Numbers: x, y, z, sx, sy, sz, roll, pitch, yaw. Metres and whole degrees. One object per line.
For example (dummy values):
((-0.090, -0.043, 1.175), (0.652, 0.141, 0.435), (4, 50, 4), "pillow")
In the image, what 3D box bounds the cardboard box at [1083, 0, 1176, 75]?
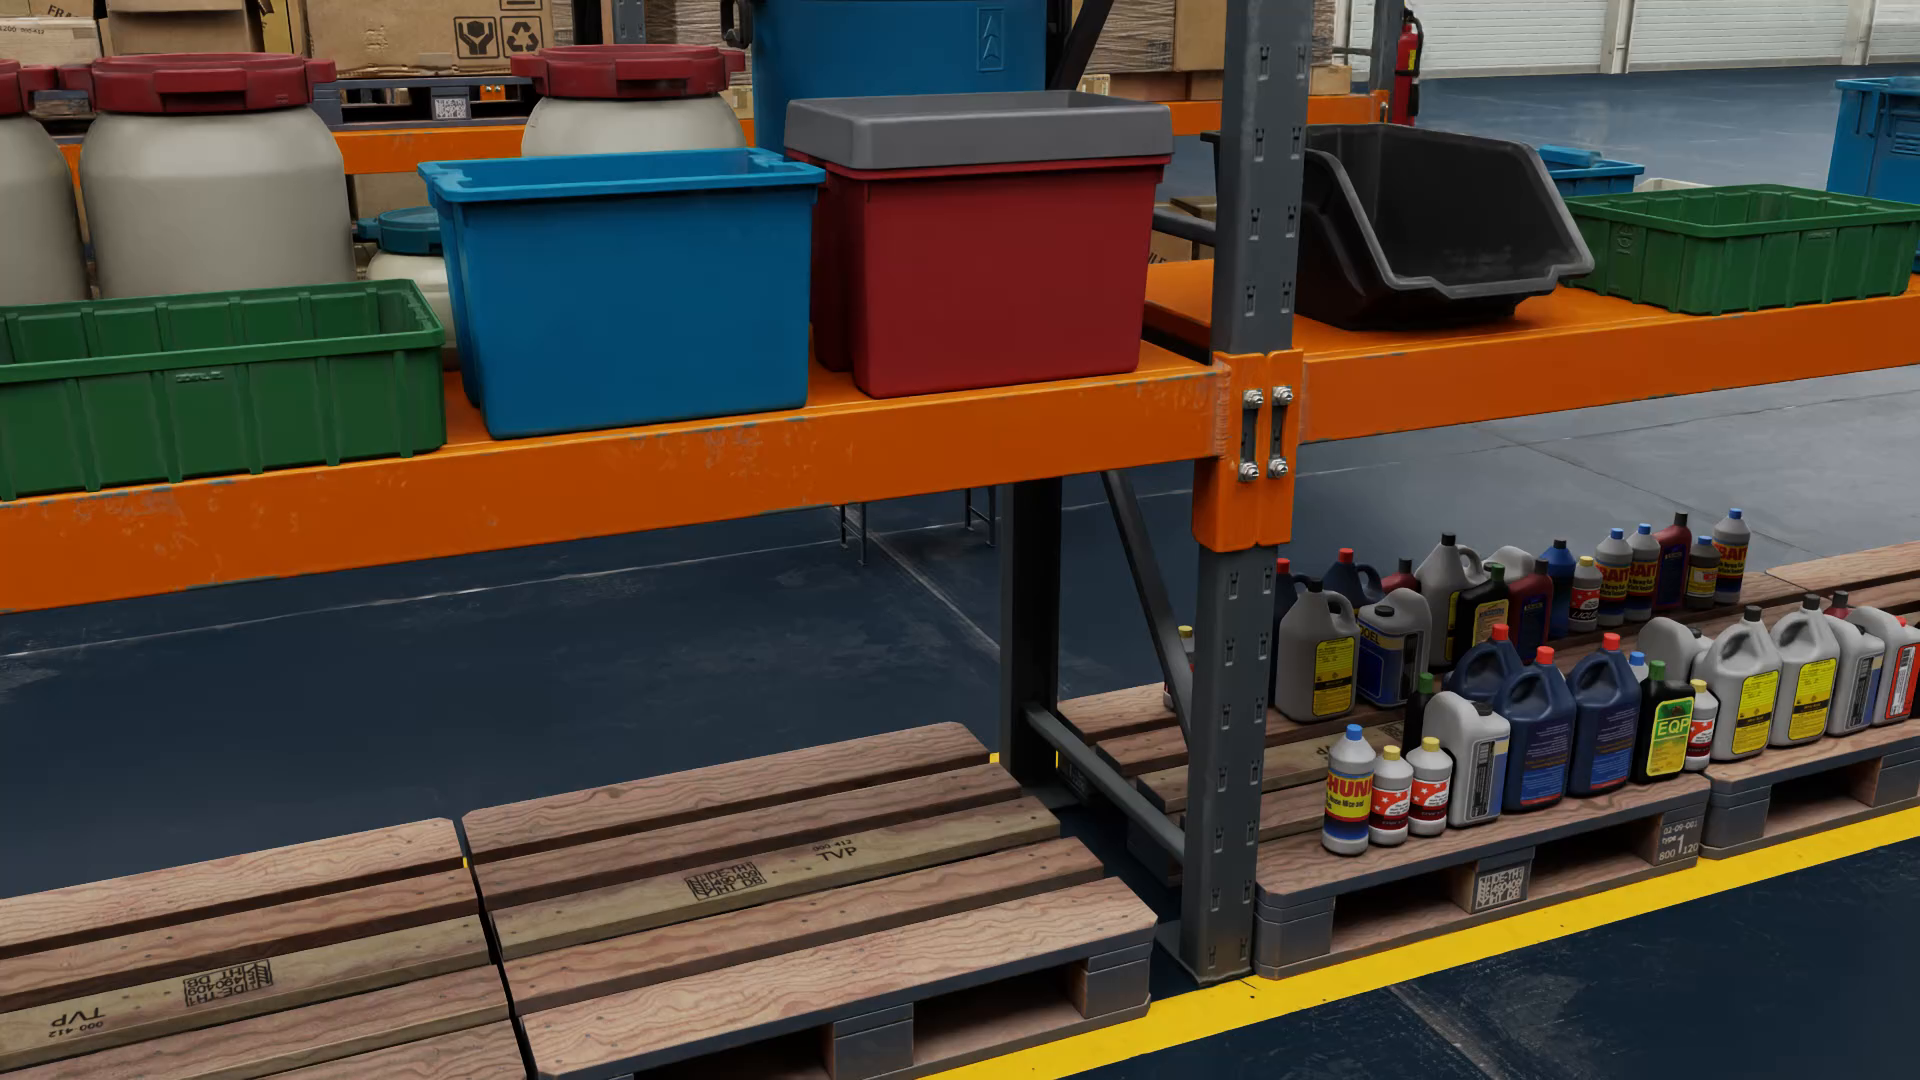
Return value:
((0.658, -2.661, 8.464), (0.500, 0.500, 0.875), (-8, 21, -22), "cardboard box")

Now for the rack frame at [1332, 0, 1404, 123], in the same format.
((2.061, -2.692, 9.152), (0.127, 3.000, 1.000), (-8, 21, -22), "rack frame")

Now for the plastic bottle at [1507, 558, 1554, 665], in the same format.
((1.494, 0.190, 4.393), (0.133, 0.283, 0.061), (-8, 21, -22), "plastic bottle")

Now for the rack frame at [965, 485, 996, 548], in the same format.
((0.072, -0.576, 5.852), (0.015, 1.200, 0.240), (-8, 21, -22), "rack frame")

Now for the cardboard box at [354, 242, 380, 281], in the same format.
((-2.629, -1.063, 7.627), (0.500, 0.500, 0.700), (-8, 21, -22), "cardboard box")

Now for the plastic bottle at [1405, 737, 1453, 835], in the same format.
((1.003, 0.522, 3.575), (0.097, 0.201, 0.097), (0, 19, 0), "plastic bottle")

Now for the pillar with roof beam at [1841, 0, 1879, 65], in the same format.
((18.912, -12.085, 26.795), (0.400, 9.000, 9.100), (-8, 21, -22), "pillar with roof beam")

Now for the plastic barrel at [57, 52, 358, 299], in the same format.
((-1.289, -0.564, 2.903), (0.433, 0.535, 0.433), (0, 19, 0), "plastic barrel")

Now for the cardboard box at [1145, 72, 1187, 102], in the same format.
((0.961, -2.344, 8.540), (0.250, 0.149, 0.380), (-8, 21, -22), "cardboard box")

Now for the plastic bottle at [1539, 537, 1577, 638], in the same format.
((1.642, 0.126, 4.593), (0.097, 0.271, 0.097), (0, 19, 0), "plastic bottle")

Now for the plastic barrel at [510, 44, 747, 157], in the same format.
((-0.615, -0.661, 3.177), (0.433, 0.535, 0.433), (0, 19, 0), "plastic barrel")

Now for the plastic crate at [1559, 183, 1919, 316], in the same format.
((1.709, -0.648, 3.665), (0.662, 0.188, 0.450), (-8, 21, -22), "plastic crate")

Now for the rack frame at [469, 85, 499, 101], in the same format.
((-3.483, -3.692, 11.991), (0.127, 3.000, 1.000), (-8, 21, -22), "rack frame")

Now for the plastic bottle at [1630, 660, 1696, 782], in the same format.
((1.597, 0.405, 3.784), (0.133, 0.283, 0.061), (-7, 21, -20), "plastic bottle")

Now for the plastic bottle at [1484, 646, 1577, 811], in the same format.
((1.256, 0.407, 3.677), (0.185, 0.351, 0.144), (-8, 21, -20), "plastic bottle")

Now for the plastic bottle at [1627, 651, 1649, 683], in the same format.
((1.550, 0.389, 3.848), (0.097, 0.271, 0.097), (0, 19, 0), "plastic bottle")

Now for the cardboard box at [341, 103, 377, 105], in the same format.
((-6.017, -4.077, 16.409), (0.625, 0.372, 0.950), (-8, 21, -21), "cardboard box")

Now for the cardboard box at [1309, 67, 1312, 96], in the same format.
((1.652, -2.441, 8.815), (0.250, 0.149, 0.380), (-8, 21, -22), "cardboard box")

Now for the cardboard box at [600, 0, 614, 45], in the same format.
((-2.653, -3.894, 12.339), (0.550, 0.550, 0.875), (-8, 21, -22), "cardboard box")

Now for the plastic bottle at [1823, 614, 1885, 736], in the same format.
((2.141, 0.314, 4.053), (0.135, 0.276, 0.152), (-9, 21, -23), "plastic bottle")

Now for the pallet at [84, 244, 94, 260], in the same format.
((-6.402, -1.931, 11.189), (1.213, 0.211, 1.003), (-8, 21, -22), "pallet")

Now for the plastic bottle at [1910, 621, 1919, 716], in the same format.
((2.411, 0.288, 4.115), (0.133, 0.283, 0.061), (-8, 21, -21), "plastic bottle")

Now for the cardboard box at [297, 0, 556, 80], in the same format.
((-2.396, -2.585, 7.312), (1.000, 1.000, 1.000), (-8, 21, -22), "cardboard box")

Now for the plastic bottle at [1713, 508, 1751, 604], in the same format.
((2.235, 0.041, 4.835), (0.097, 0.271, 0.097), (0, 19, 0), "plastic bottle")

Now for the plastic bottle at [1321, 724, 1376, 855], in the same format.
((0.817, 0.516, 3.487), (0.097, 0.271, 0.097), (0, 19, 0), "plastic bottle")

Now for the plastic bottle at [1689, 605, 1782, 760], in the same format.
((1.820, 0.326, 3.906), (0.185, 0.351, 0.144), (-8, 21, -22), "plastic bottle")

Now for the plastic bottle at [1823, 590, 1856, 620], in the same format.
((2.226, 0.260, 4.196), (0.133, 0.283, 0.061), (-8, 21, -22), "plastic bottle")

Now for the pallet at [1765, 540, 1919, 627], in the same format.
((3.224, 0.263, 4.957), (1.213, 0.211, 1.003), (-8, 21, -22), "pallet")

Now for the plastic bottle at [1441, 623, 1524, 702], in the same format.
((1.199, 0.363, 3.801), (0.185, 0.351, 0.144), (-8, 21, -22), "plastic bottle")

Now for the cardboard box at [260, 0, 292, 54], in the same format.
((-4.784, -3.456, 11.170), (0.500, 0.500, 0.500), (-8, 21, -21), "cardboard box")

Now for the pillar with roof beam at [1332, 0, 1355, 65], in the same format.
((7.894, -10.506, 22.311), (0.400, 9.000, 9.100), (-8, 21, -22), "pillar with roof beam")

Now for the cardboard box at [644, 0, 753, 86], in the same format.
((-1.174, -2.394, 7.706), (0.500, 0.500, 0.875), (-8, 21, -22), "cardboard box")

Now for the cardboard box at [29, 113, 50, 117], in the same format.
((-8.687, -3.692, 15.315), (0.625, 0.372, 0.950), (-10, 22, -26), "cardboard box")

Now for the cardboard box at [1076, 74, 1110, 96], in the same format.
((0.546, -2.244, 8.257), (0.250, 0.149, 0.380), (-8, 21, -22), "cardboard box")

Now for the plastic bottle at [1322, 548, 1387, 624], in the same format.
((1.004, 0.188, 4.296), (0.185, 0.351, 0.144), (-9, 21, -25), "plastic bottle")

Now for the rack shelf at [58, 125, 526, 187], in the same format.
((-3.448, -1.564, 7.029), (4.000, 0.370, 1.077), (-8, 21, -22), "rack shelf")

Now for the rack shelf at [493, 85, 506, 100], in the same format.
((-1.647, -3.616, 12.857), (4.000, 0.370, 1.077), (-8, 21, -22), "rack shelf")

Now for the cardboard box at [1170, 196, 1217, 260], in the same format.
((1.481, -1.634, 9.278), (0.500, 0.500, 0.500), (-4, 20, -12), "cardboard box")

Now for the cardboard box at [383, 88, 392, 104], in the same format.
((-6.931, -5.565, 20.819), (0.500, 0.250, 0.500), (-8, 21, -21), "cardboard box")

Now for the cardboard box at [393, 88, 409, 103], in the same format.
((-4.804, -3.827, 14.999), (0.500, 0.500, 0.500), (-8, 21, -22), "cardboard box")

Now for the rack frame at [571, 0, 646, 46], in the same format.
((-1.611, -2.166, 7.657), (0.127, 3.000, 1.000), (-8, 21, -22), "rack frame")

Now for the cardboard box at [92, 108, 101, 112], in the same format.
((-10.004, -5.419, 19.840), (0.625, 0.625, 0.875), (-7, 21, -20), "cardboard box")

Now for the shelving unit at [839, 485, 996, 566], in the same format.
((-0.152, -0.544, 5.761), (0.503, 1.200, 0.258), (-8, 21, -22), "shelving unit")

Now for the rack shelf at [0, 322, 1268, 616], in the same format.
((-1.486, -0.053, 2.740), (4.000, 0.370, 1.077), (-8, 21, -22), "rack shelf")

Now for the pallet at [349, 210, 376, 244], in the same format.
((-4.162, -2.252, 12.100), (1.213, 0.211, 1.003), (-8, 21, -22), "pallet")

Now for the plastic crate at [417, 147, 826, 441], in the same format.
((-0.539, -0.408, 2.689), (0.575, 0.384, 0.392), (-8, 21, -22), "plastic crate")

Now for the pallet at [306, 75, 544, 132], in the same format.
((-2.371, -2.019, 7.529), (1.213, 0.211, 1.003), (-8, 21, -22), "pallet")

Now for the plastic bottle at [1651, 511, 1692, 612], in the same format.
((2.020, 0.060, 4.764), (0.133, 0.283, 0.061), (-8, 21, -21), "plastic bottle")

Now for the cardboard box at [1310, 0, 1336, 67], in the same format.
((1.546, -2.816, 8.904), (0.500, 0.500, 0.875), (-8, 21, -22), "cardboard box")

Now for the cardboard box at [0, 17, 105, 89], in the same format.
((-3.654, -1.917, 6.545), (0.500, 0.250, 0.500), (-9, 21, -23), "cardboard box")

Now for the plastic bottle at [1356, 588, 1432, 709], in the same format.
((1.086, 0.266, 4.190), (0.135, 0.276, 0.152), (-8, 21, -22), "plastic bottle")

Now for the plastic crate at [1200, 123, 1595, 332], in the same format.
((0.882, -0.656, 3.463), (0.504, 0.338, 0.767), (-8, 21, -22), "plastic crate")

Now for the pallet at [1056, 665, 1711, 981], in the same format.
((0.984, 0.584, 4.045), (1.213, 0.211, 1.003), (-8, 21, -22), "pallet")

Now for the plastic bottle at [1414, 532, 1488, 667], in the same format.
((1.300, 0.146, 4.417), (0.185, 0.351, 0.144), (-8, 21, -22), "plastic bottle")

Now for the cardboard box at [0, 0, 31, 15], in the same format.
((-6.171, -3.257, 10.606), (0.500, 0.500, 0.500), (-8, 21, -22), "cardboard box")

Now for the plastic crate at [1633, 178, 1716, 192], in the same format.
((1.741, -0.822, 4.237), (0.437, 0.136, 0.530), (-8, 21, -22), "plastic crate")

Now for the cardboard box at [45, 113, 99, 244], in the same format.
((-5.760, -2.471, 11.279), (0.750, 0.750, 1.050), (-8, 21, -21), "cardboard box")

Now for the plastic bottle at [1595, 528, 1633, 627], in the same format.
((1.829, 0.099, 4.669), (0.097, 0.271, 0.097), (0, 19, 0), "plastic bottle")
